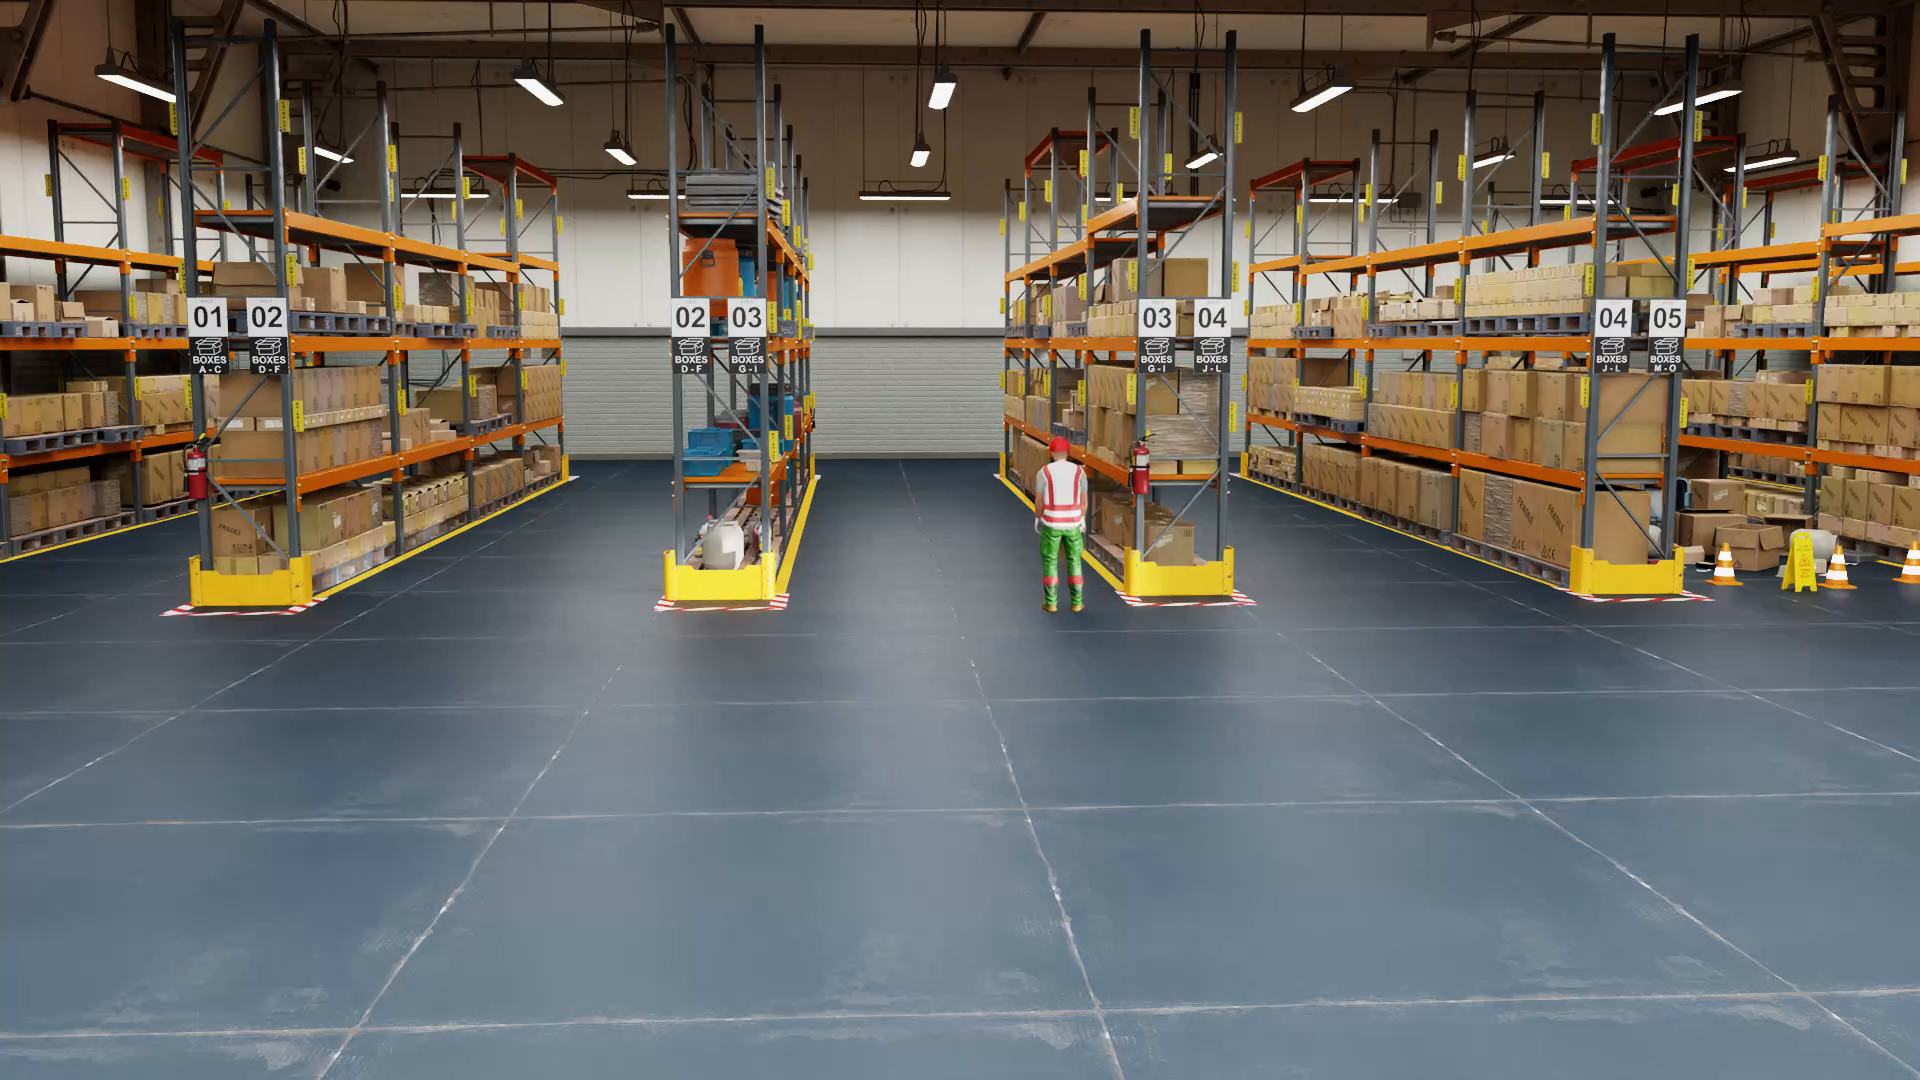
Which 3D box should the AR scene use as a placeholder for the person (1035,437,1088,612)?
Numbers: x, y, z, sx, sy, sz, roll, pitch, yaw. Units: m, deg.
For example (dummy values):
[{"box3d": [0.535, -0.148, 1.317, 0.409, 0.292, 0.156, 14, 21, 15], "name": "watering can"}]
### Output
[{"box3d": [1.033, -0.163, 17.024, 0.550, 1.786, 0.411, -1, 7, -5], "name": "person"}]
